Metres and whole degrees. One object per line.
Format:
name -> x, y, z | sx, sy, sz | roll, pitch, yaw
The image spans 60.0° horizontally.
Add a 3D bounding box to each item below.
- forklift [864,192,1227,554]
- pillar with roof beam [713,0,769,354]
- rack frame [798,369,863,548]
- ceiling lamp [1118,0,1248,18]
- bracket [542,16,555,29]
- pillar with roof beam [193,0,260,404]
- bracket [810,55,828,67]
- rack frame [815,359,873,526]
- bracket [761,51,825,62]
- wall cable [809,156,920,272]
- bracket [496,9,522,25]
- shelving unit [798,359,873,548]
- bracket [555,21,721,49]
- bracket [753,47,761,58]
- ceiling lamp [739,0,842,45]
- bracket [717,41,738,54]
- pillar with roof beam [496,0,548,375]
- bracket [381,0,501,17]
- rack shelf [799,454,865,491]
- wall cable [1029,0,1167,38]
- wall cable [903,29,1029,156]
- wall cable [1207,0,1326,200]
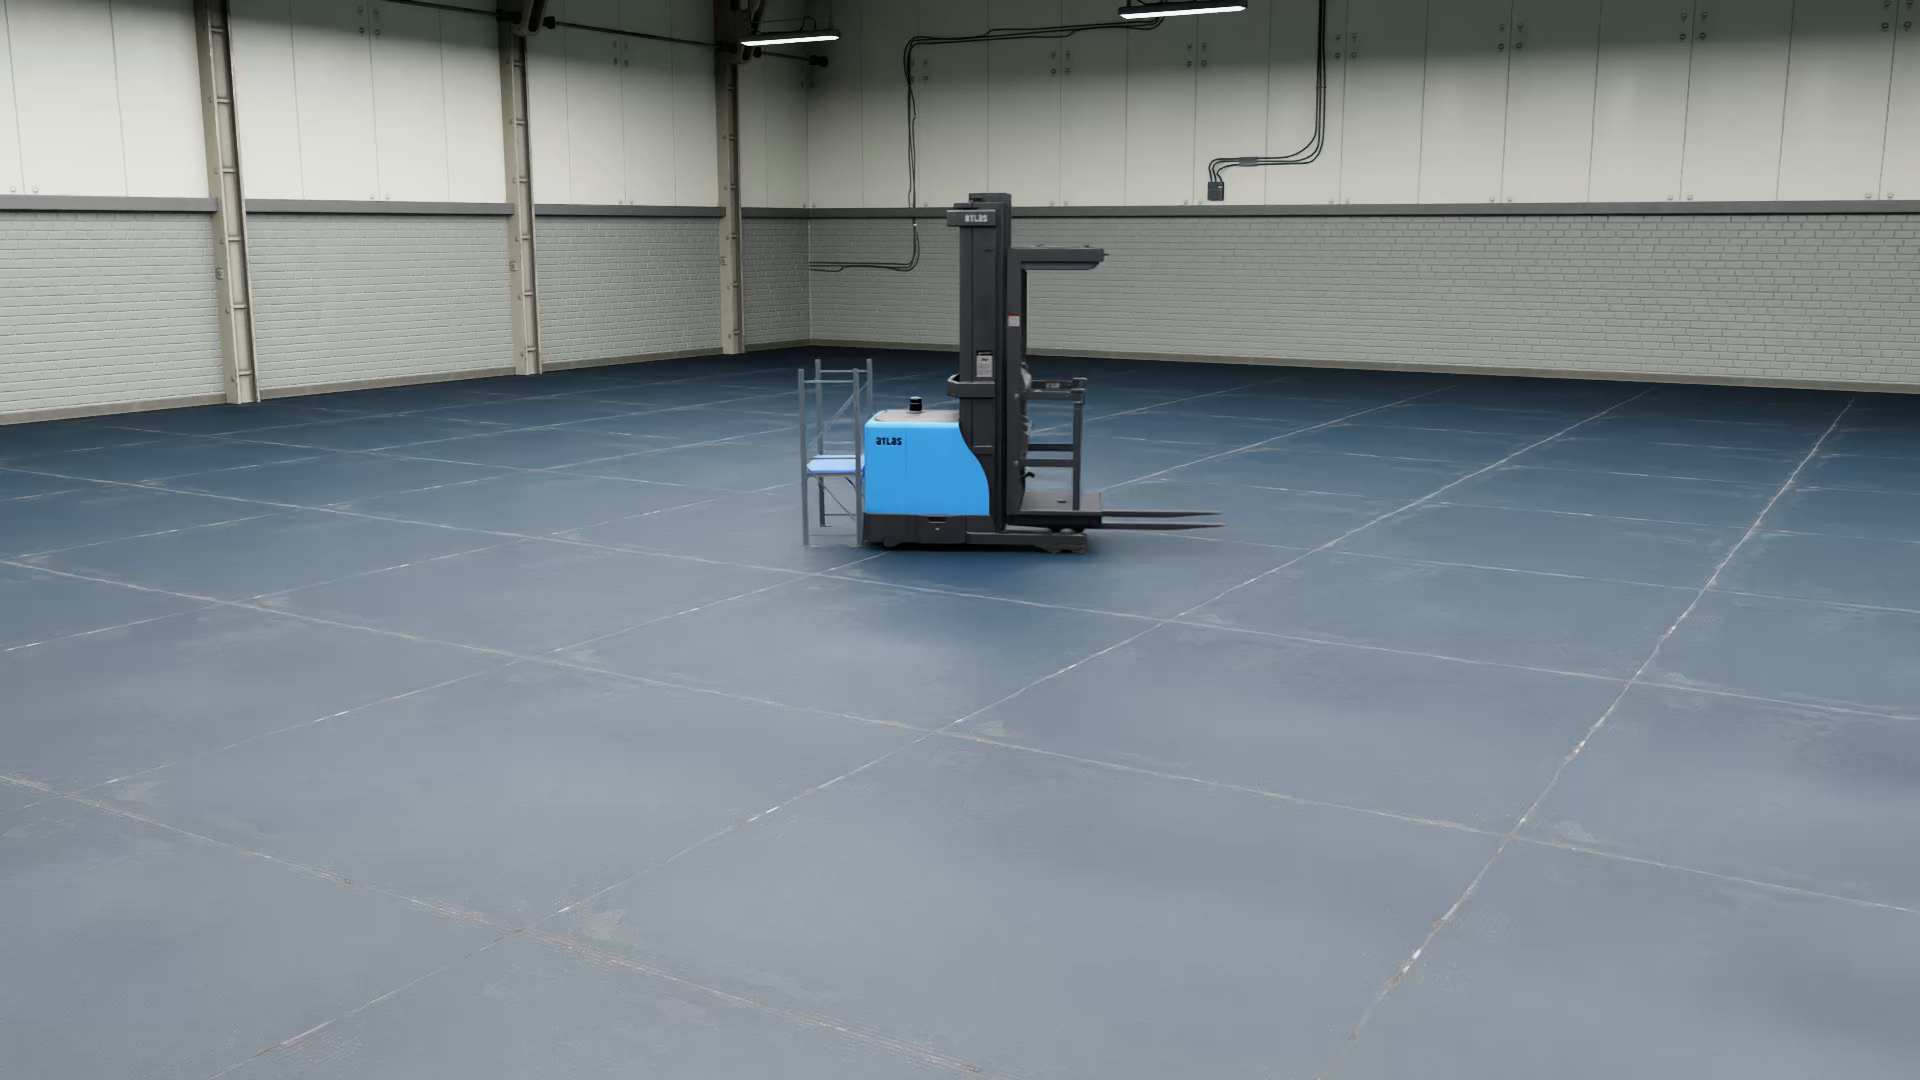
forklift -> 0.737, -1.427, 14.028 | 3.031, 2.935, 1.130 | 1, 11, 5
pillar with roof beam -> -1.207, -8.037, 32.844 | 9.100, 9.000, 0.548 | 6, 12, 31
rack frame -> -1.080, -0.677, 13.890 | 0.500, 1.500, 0.032 | 0, 11, 3
ceiling lamp -> 3.483, -9.550, 25.063 | 2.000, 3.185, 0.800 | 6, 12, 31
bracket -> -7.482, -9.305, 29.837 | 0.235, 0.232, 0.430 | 6, 12, 31
pillar with roof beam -> -7.437, -6.150, 22.763 | 9.100, 9.000, 0.400 | 6, 12, 31
bracket -> -3.137, -10.622, 36.868 | 0.235, 0.232, 0.430 | 6, 12, 31
rack frame -> -1.024, -0.864, 14.888 | 0.500, 1.500, 0.032 | 0, 11, 3
bracket -> -3.443, -10.529, 36.372 | 0.076, 0.066, 3.189 | 6, 12, 31
wall cable -> -2.226, -7.259, 37.127 | 3.097, 2.526, 0.112 | 6, 12, 31
bracket -> -7.913, -9.175, 29.140 | 0.235, 0.232, 0.430 | 6, 12, 31
shelving unit -> -1.052, -0.770, 14.389 | 0.538, 1.500, 1.048 | 0, 11, 3
bracket -> -6.136, -9.713, 32.016 | 0.076, 0.066, 4.783 | 6, 12, 31
bracket -> -4.367, -10.249, 34.877 | 0.235, 0.232, 0.430 | 6, 12, 31
ceiling lamp -> -2.833, -10.256, 28.834 | 2.000, 3.185, 0.800 | 6, 12, 31
bracket -> -4.798, -10.118, 34.180 | 0.235, 0.232, 0.430 | 6, 12, 31
pillar with roof beam -> -4.322, -7.093, 27.804 | 9.100, 9.000, 0.548 | 6, 12, 31
bracket -> -9.251, -8.770, 26.975 | 0.076, 0.066, 4.783 | 6, 12, 31
rack shelf -> -1.050, -0.593, 14.422 | 0.538, 0.185, 1.000 | 0, 11, 3
wall cable -> 2.731, -11.423, 33.284 | 3.097, 2.526, 0.112 | 6, 12, 31
wall cable -> 0.086, -9.483, 35.281 | 3.097, 2.526, 0.112 | 6, 12, 31
wall cable -> 5.879, -9.547, 31.670 | 2.305, 6.003, 0.169 | 6, 12, 31
